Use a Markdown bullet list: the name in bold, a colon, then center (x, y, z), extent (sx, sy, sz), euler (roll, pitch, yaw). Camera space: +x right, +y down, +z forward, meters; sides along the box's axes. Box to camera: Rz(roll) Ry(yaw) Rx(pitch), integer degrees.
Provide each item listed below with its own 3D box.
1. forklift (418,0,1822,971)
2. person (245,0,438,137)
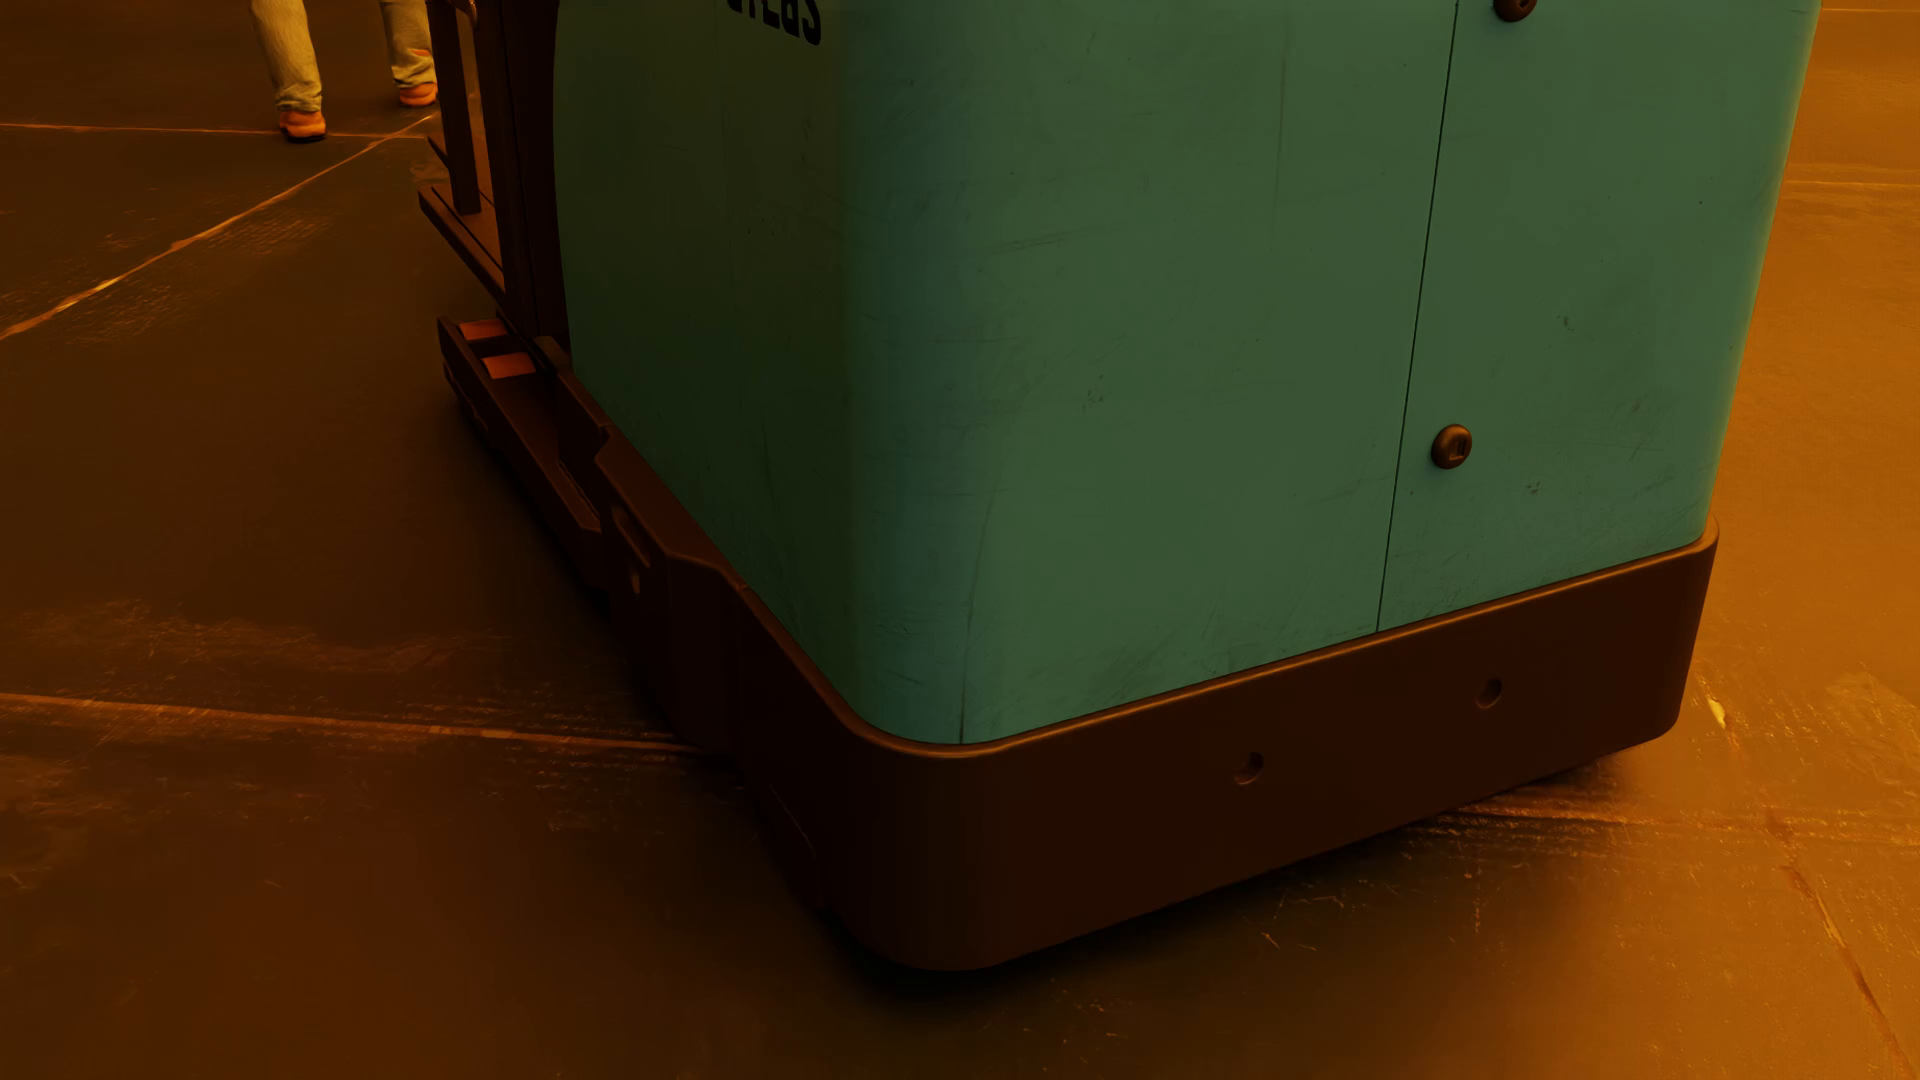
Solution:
- **forklift**: center (-0.270, -1.540, 2.304), extent (1.130, 2.935, 3.031), euler (-13, 29, -24)
- **person**: center (-1.833, -2.096, 4.825), extent (0.753, 1.690, 0.817), euler (-12, 29, -23)
